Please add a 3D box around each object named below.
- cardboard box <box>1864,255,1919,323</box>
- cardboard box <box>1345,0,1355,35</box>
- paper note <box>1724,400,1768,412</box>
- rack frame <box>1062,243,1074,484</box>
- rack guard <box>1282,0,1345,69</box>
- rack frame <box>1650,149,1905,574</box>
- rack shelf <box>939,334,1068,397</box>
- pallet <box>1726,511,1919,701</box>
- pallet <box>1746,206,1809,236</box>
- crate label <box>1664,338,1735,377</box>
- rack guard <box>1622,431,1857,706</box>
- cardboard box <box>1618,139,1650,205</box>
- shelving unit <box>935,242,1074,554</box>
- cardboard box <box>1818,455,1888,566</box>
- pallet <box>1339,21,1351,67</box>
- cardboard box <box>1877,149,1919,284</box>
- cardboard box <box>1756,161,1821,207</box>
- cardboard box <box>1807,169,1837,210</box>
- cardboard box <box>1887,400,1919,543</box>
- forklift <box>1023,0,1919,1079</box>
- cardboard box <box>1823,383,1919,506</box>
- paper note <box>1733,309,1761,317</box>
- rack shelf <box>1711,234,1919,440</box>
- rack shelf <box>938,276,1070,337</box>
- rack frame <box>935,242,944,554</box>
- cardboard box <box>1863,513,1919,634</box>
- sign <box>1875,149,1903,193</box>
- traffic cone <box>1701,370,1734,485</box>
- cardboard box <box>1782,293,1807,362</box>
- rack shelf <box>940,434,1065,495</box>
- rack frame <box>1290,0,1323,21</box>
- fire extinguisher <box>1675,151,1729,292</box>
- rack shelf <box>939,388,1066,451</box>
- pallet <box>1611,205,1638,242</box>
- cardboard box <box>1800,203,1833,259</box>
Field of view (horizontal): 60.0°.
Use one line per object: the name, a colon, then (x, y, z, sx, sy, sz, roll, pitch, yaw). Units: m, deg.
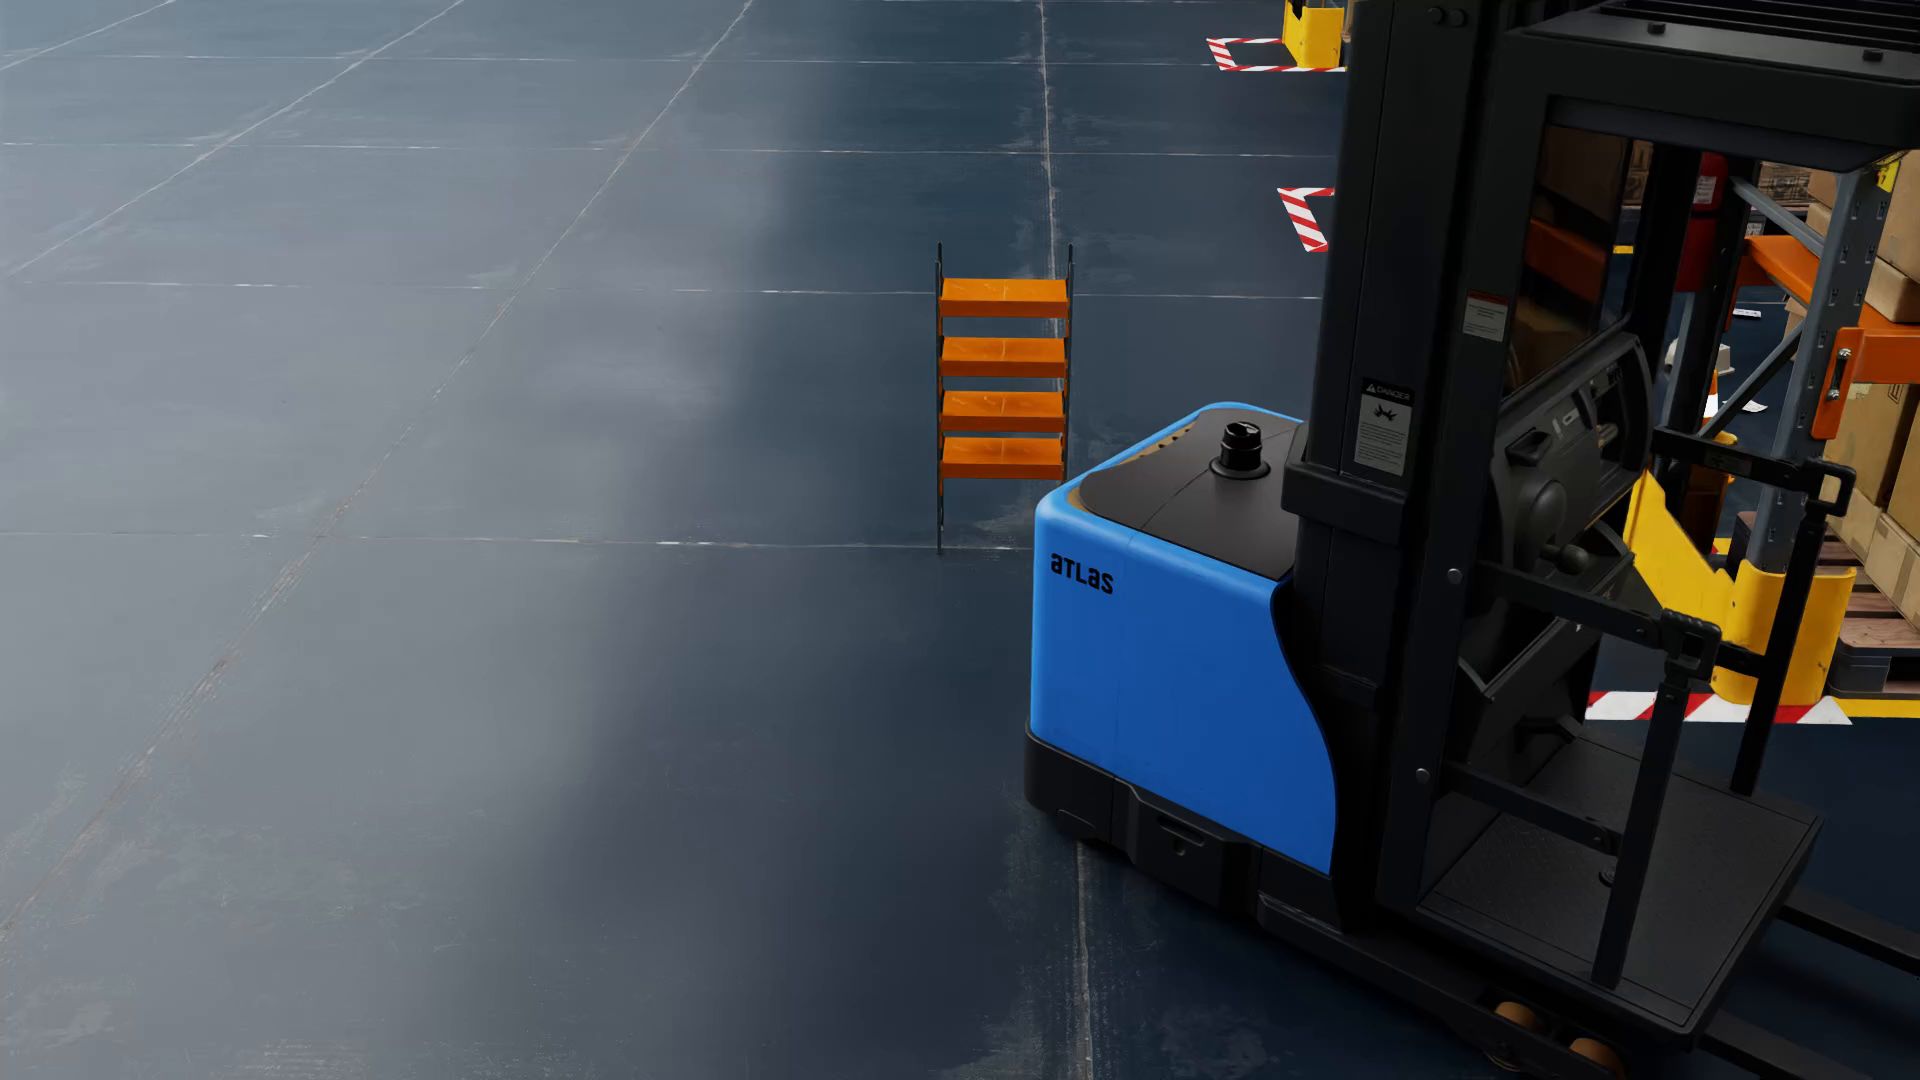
cardboard box: (3.037, -0.826, 5.313, 0.250, 0.149, 0.380, 1, 28, 2)
cardboard box: (3.678, -4.741, 14.650, 0.500, 0.500, 0.500, 6, 29, 11)
paper note: (3.720, -0.644, 7.871, 0.142, 0.019, 0.148, -9, 29, -16)
rack frame: (0.409, -0.523, 6.394, 0.015, 1.200, 0.240, 1, 28, 2)
rack guard: (3.130, -4.573, 14.781, 0.348, 0.500, 1.175, 1, 28, 2)
rack frame: (2.705, -1.040, 5.447, 0.127, 3.000, 1.000, 1, 28, 2)
rack shelf: (0.165, -0.666, 6.329, 0.480, 0.148, 0.258, 1, 28, 2)
pallet: (3.591, 0.223, 6.041, 1.213, 0.211, 1.003, 1, 28, 2)
pallet: (4.796, -2.128, 10.478, 1.213, 0.211, 1.003, 1, 28, 2)
crate label: (3.667, -0.913, 8.264, 0.298, 0.136, 0.250, -14, 31, -24)
rack guard: (2.781, 0.066, 6.030, 0.348, 0.500, 1.175, 1, 28, 2)
cardboard box: (4.338, -2.611, 10.232, 0.875, 0.875, 0.875, 1, 28, 1)
shelving unit: (0.165, -0.527, 6.402, 0.503, 1.200, 0.258, 1, 28, 2)
cardboard box: (3.546, -0.123, 6.204, 0.500, 0.250, 0.500, 1, 28, 2)
pallet: (3.941, -4.415, 14.792, 1.213, 0.211, 1.003, 1, 28, 2)
cardboard box: (3.168, -1.078, 5.094, 0.500, 0.500, 0.500, 1, 28, 1)
cardboard box: (5.249, -2.595, 10.202, 0.875, 0.875, 0.875, 1, 28, 2)
cardboard box: (3.257, -1.335, 5.580, 0.500, 0.500, 0.500, 0, 28, 1)
cardboard box: (3.525, -0.199, 5.548, 0.500, 0.500, 0.500, 0, 28, 0)
forklift: (1.644, -0.185, 3.908, 3.031, 2.935, 1.130, 22, 35, 35)
cardboard box: (3.514, -0.451, 6.022, 0.500, 0.500, 0.500, 1, 28, 2)
paper note: (4.244, -1.226, 8.970, 0.142, 0.017, 0.144, 11, 30, 19)
rack shelf: (4.703, -0.689, 5.553, 4.000, 0.370, 1.077, 1, 28, 2)
rack shelf: (0.165, -0.875, 6.218, 0.480, 0.148, 0.258, 1, 28, 2)
rack frame: (-0.078, -0.531, 6.410, 0.015, 1.200, 0.240, 1, 28, 2)
cardboard box: (3.501, 0.132, 5.723, 0.500, 0.250, 0.500, 1, 28, 1)
sign: (2.686, -1.168, 4.765, 0.005, 0.325, 0.100, 1, 28, 2)
traffic cone: (3.180, -0.516, 7.167, 0.334, 0.463, 0.336, 1, 28, 2)
cardboard box: (4.549, -1.093, 8.212, 0.637, 0.503, 0.797, -20, 34, -33)
rack shelf: (0.165, -0.293, 6.526, 0.480, 0.148, 0.258, 1, 28, 2)
rack frame: (3.054, -5.678, 14.197, 0.127, 3.000, 1.000, 1, 28, 2)
fire extinguisher: (2.606, -1.223, 5.876, 0.183, 0.674, 0.296, 1, 28, 2)
rack shelf: (0.165, -0.468, 6.433, 0.480, 0.148, 0.258, 1, 28, 2)
pallet: (3.580, -2.150, 10.518, 1.213, 0.211, 1.003, 1, 28, 2)
cardboard box: (3.086, -1.023, 5.683, 0.250, 0.149, 0.380, 2, 28, 4)
